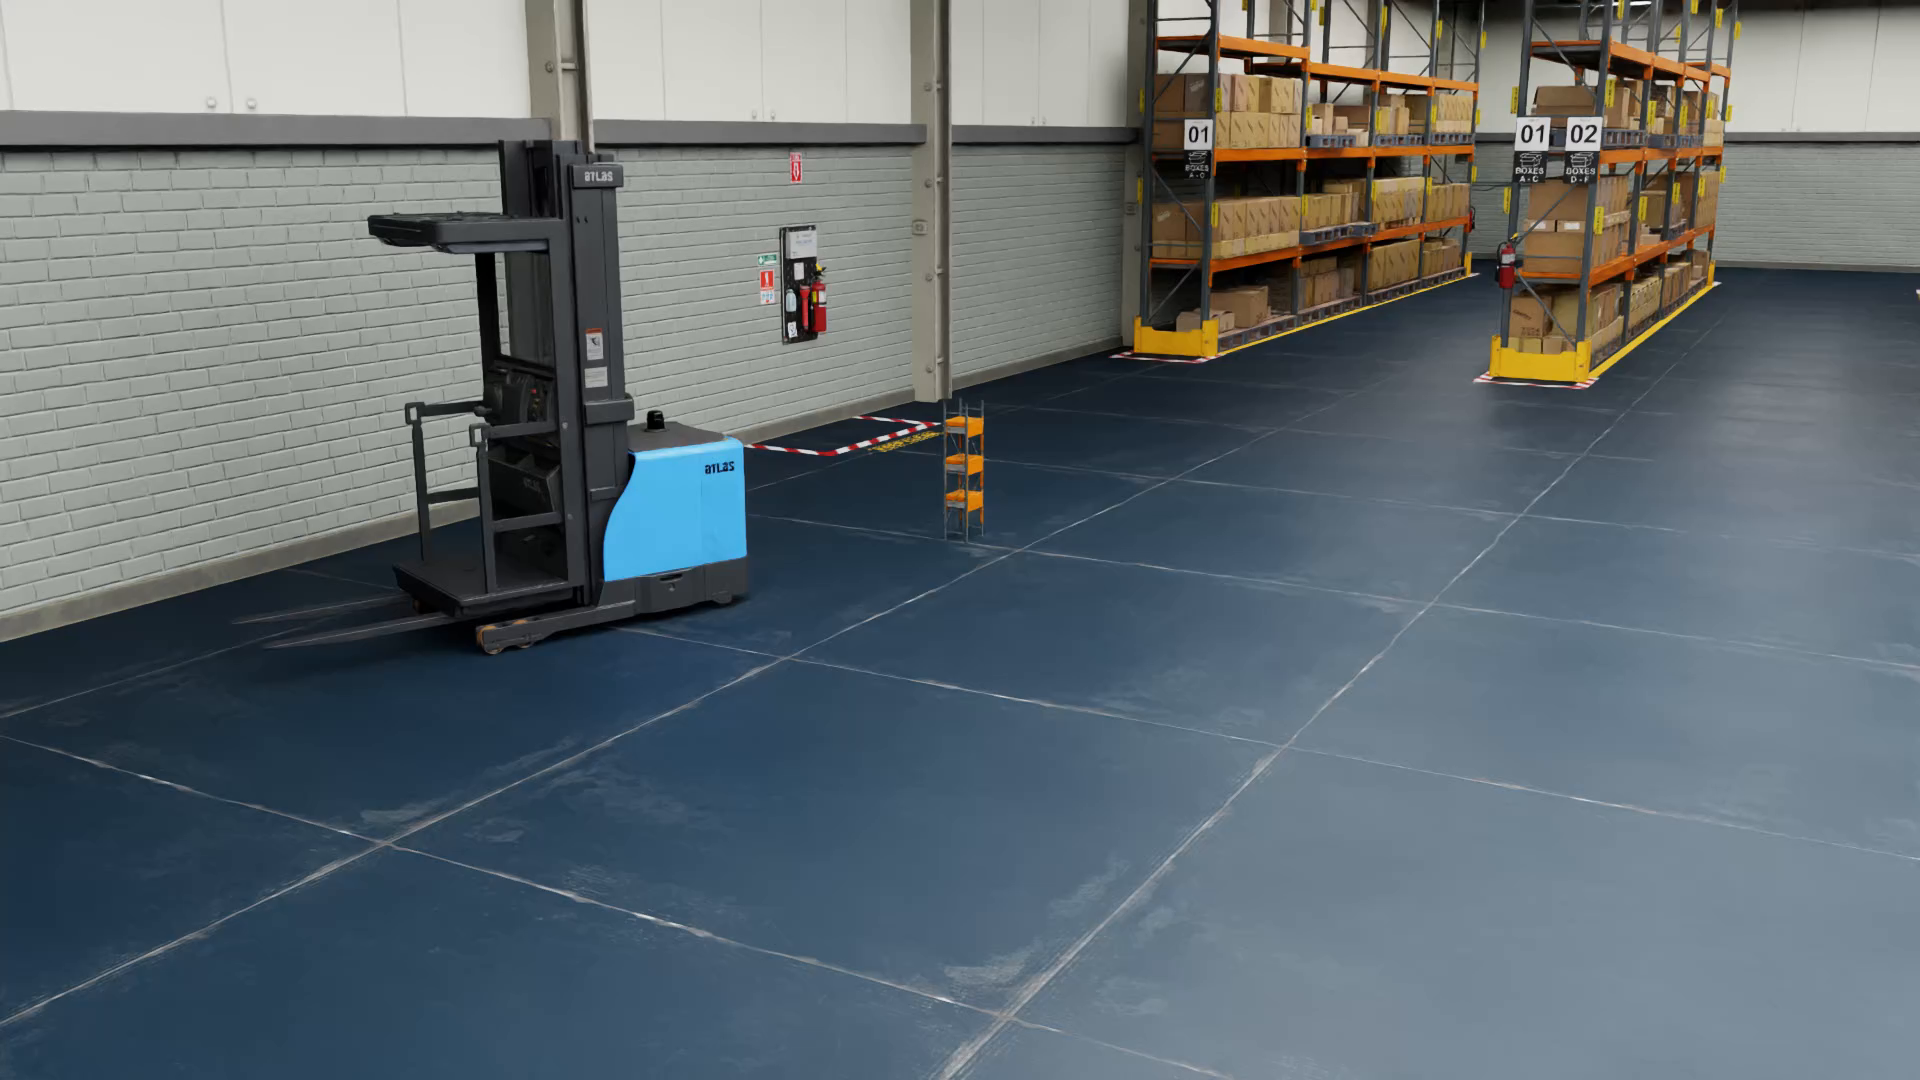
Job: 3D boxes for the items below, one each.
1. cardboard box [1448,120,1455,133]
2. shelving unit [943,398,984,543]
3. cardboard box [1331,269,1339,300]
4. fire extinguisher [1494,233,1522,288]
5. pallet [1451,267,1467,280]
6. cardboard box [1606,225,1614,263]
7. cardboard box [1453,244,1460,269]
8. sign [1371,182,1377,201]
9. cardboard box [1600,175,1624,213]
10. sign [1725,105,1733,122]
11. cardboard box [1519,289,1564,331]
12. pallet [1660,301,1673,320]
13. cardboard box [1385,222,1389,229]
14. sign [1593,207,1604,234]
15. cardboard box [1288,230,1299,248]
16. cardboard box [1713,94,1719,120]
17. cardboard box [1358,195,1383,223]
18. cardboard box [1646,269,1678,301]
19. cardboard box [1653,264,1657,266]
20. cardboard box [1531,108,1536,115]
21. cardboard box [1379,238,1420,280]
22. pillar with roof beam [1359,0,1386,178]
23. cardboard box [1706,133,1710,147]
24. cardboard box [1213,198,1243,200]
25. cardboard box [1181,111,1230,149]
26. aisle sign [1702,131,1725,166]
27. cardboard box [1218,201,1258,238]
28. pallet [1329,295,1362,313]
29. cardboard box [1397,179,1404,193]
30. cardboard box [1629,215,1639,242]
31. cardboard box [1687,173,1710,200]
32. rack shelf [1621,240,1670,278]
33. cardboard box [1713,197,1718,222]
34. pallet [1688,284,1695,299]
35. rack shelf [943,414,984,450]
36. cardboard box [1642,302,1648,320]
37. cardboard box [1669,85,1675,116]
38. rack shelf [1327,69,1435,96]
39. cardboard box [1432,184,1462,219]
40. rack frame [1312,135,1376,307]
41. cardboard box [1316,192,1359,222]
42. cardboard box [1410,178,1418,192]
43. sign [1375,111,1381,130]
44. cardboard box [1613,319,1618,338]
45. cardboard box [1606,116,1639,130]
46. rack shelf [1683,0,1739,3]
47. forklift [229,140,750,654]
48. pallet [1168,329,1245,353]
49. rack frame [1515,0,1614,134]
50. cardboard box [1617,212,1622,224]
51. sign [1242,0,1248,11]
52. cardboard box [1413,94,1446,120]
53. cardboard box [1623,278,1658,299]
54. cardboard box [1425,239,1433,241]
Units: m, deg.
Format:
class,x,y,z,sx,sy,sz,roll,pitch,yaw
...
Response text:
class,x,y,z,sx,sy,sz,roll,pitch,yaw
cardboard box,9.864,-8.502,34.209,0.500,0.250,0.500,7,15,26
shelving unit,0.026,-0.521,12.456,0.215,1.050,0.252,7,15,28
cardboard box,6.212,-4.475,29.089,0.700,0.500,0.500,7,15,28
fire extinguisher,6.872,-3.511,20.862,0.296,0.674,0.183,7,15,28
pallet,10.415,-5.835,36.286,1.003,0.211,1.213,7,15,28
cardboard box,8.566,-4.086,22.870,0.700,0.500,0.500,8,16,29
cardboard box,10.482,-6.197,36.278,0.700,0.500,0.500,7,15,28
sign,7.345,-6.187,29.495,0.100,0.325,0.005,7,15,28
cardboard box,8.818,-4.825,23.165,0.700,0.500,0.500,7,15,28
sign,15.547,-8.625,33.618,0.100,0.325,0.005,7,15,28
cardboard box,7.806,-3.103,22.375,0.500,0.500,0.500,7,15,28
pallet,11.598,-3.955,28.488,1.003,0.211,1.213,7,15,28
cardboard box,7.825,-5.918,31.175,0.380,0.149,0.250,8,16,29
sign,7.819,-3.916,20.359,0.100,0.325,0.005,7,15,28
cardboard box,4.968,-4.707,25.934,0.500,0.250,0.500,7,15,28
cardboard box,14.837,-8.689,33.426,0.700,0.500,0.500,7,15,28
cardboard box,7.324,-5.996,30.113,0.500,0.500,0.500,8,16,30
cardboard box,12.169,-4.432,28.911,0.500,0.500,0.500,7,15,27
cardboard box,12.442,-4.799,30.433,0.500,0.500,0.500,8,16,29
cardboard box,7.662,-5.444,21.440,0.500,0.250,0.500,7,15,28
cardboard box,8.599,-5.554,32.861,0.750,0.750,0.750,8,15,29
pillar with roof beam,12.149,-9.213,31.548,9.100,9.000,0.400,7,15,28
cardboard box,13.834,-7.541,31.335,0.500,0.250,0.500,7,15,28
cardboard box,4.023,-4.923,25.230,0.500,0.500,0.500,8,16,30
cardboard box,3.379,-5.638,22.862,0.500,0.500,0.500,8,16,30
aisle sign,15.372,-8.046,33.961,0.394,0.787,0.004,7,15,28
cardboard box,3.995,-4.652,24.105,0.500,0.500,0.500,7,15,26
pallet,6.486,-4.206,29.531,1.003,0.211,1.213,7,15,28
cardboard box,8.049,-6.672,31.319,0.500,0.250,0.500,7,15,27
cardboard box,10.152,-4.756,25.648,0.500,0.500,0.500,7,15,28
cardboard box,14.109,-6.793,31.964,0.500,0.500,0.500,7,15,26
rack shelf,10.237,-4.402,25.926,1.077,0.370,4.000,7,15,28
cardboard box,15.093,-6.729,33.831,0.500,0.500,0.500,8,16,30
pallet,13.470,-4.767,31.858,1.003,0.211,1.213,7,15,28
rack shelf,0.026,-0.787,12.392,0.215,0.259,0.240,7,15,28
cardboard box,10.425,-3.579,25.948,0.500,0.250,0.500,8,16,29
cardboard box,11.667,-7.348,27.865,0.500,0.500,0.500,7,15,28
rack shelf,7.832,-8.505,30.999,1.077,0.370,4.000,7,15,28
cardboard box,10.153,-7.253,35.578,0.980,0.700,0.700,7,15,28
rack frame,6.865,-5.722,29.868,1.000,3.000,0.127,7,15,28
cardboard box,6.647,-5.887,29.400,0.700,0.500,0.500,5,15,21
cardboard box,8.542,-6.882,32.187,0.500,0.250,0.500,8,16,29
sign,7.339,-7.370,29.200,0.100,0.325,0.005,7,15,28
cardboard box,8.987,-2.987,23.494,0.500,0.250,0.500,7,15,28
cardboard box,9.576,-6.056,24.276,0.500,0.250,0.500,9,16,34
rack shelf,14.104,-10.575,31.641,1.077,0.370,4.000,7,15,28
forklift,-2.839,-0.895,9.991,3.031,2.935,1.130,-11,17,-37
pallet,3.458,-2.903,24.127,1.003,0.211,1.213,7,15,28
rack frame,7.336,-6.437,20.032,1.000,3.000,0.127,7,15,28
cardboard box,8.954,-4.466,23.062,0.380,0.149,0.250,7,15,28
sign,4.443,-8.411,25.889,0.100,0.325,0.005,7,15,28
cardboard box,9.389,-8.660,33.265,0.500,0.500,0.500,7,15,28
cardboard box,10.920,-4.059,26.744,0.500,0.311,0.500,7,15,27
cardboard box,9.879,-6.354,35.541,0.380,0.149,0.250,8,16,29
